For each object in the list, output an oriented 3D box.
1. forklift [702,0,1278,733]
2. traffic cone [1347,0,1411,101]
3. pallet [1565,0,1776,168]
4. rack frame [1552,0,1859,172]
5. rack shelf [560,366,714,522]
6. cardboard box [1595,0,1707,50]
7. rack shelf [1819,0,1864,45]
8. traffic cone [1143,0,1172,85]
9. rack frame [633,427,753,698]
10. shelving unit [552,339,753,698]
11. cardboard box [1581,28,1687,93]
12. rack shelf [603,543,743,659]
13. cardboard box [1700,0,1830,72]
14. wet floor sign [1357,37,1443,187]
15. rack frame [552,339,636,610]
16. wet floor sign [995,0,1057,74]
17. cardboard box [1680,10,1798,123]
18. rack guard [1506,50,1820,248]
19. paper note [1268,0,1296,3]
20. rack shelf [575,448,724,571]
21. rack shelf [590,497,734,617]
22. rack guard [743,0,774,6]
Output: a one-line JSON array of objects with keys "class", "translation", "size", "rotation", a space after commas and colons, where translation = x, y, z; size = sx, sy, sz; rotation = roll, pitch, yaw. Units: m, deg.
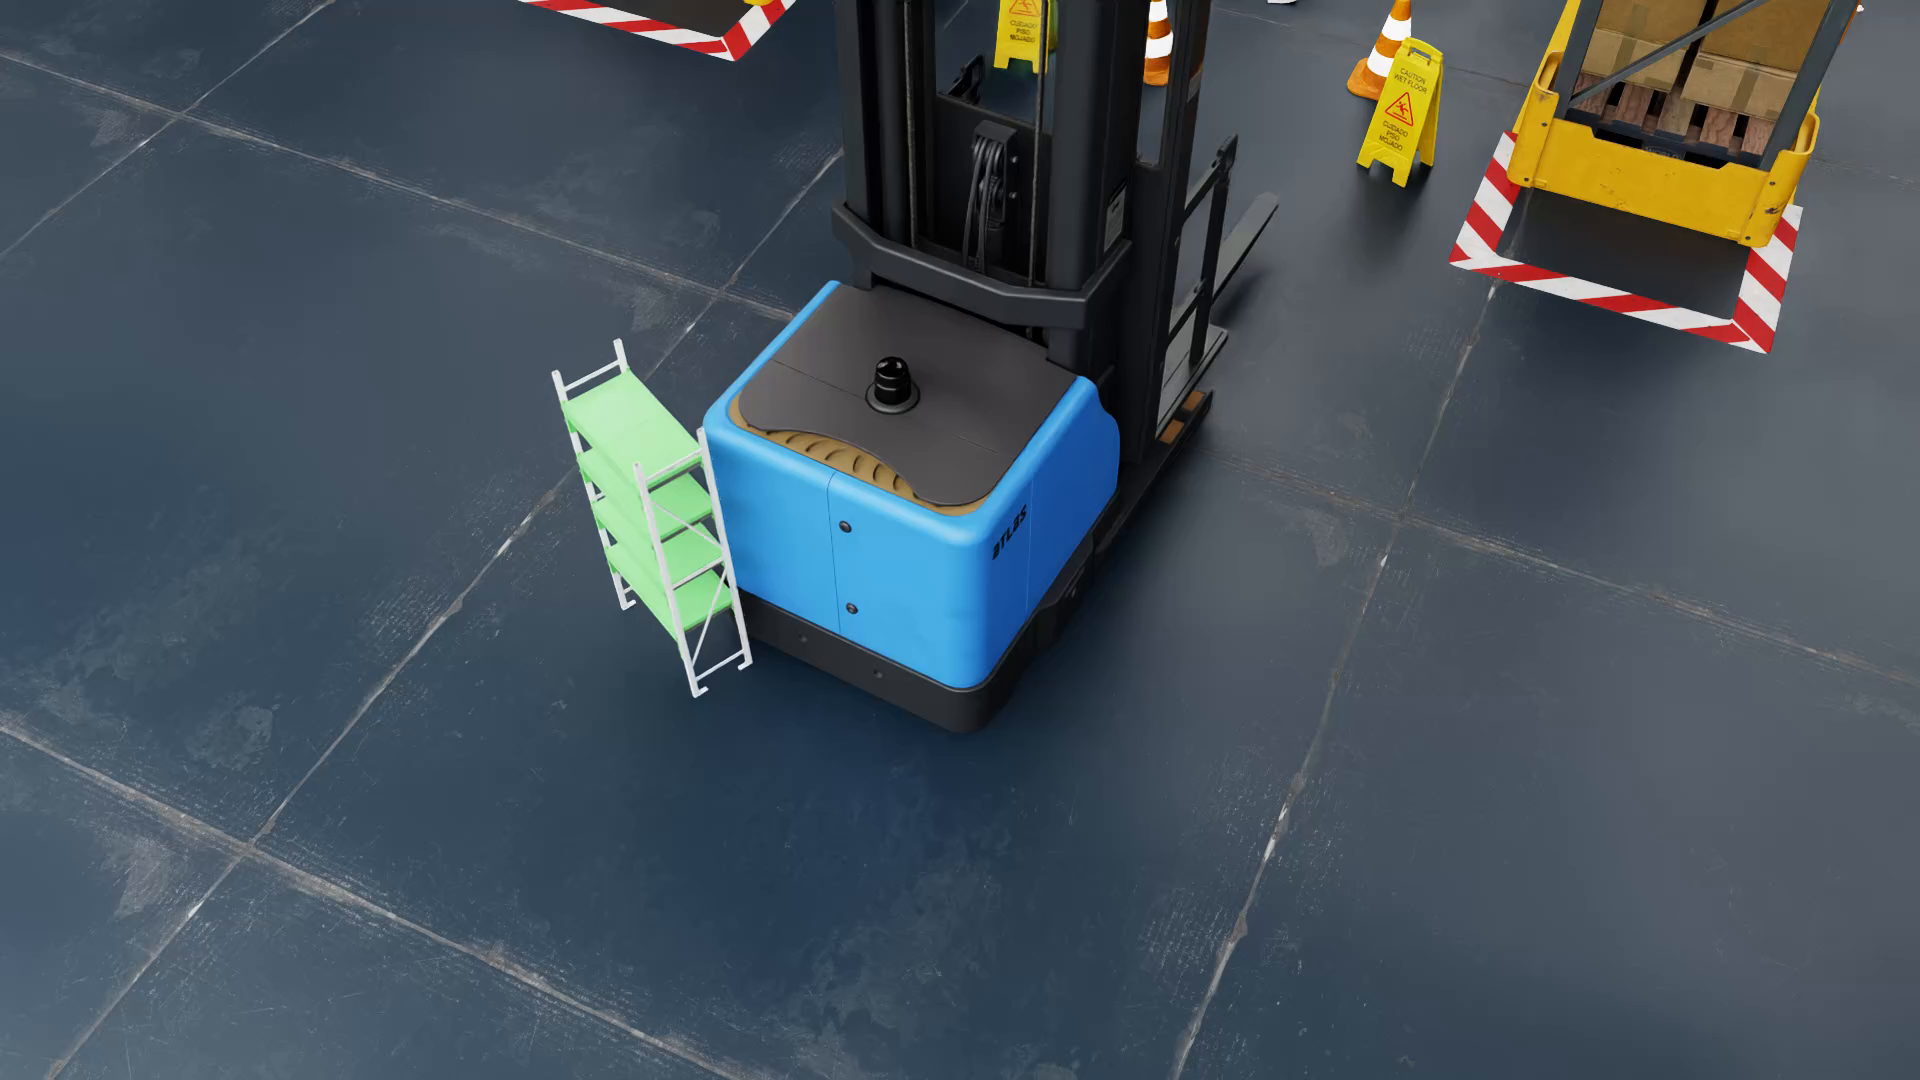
[{"class": "forklift", "translation": [0.344, -1.422, 5.535], "size": [1.130, 2.935, 3.031], "rotation": [23, 54, 19]}, {"class": "traffic cone", "translation": [2.089, -2.396, 7.985], "size": [0.336, 0.463, 0.334], "rotation": [20, 52, 16]}, {"class": "pallet", "translation": [3.483, -2.199, 7.983], "size": [1.003, 0.211, 1.213], "rotation": [20, 52, 16]}, {"class": "rack frame", "translation": [3.071, -2.502, 6.410], "size": [1.000, 3.000, 0.127], "rotation": [20, 52, 16]}, {"class": "rack shelf", "translation": [-1.003, -0.304, 5.170], "size": [0.258, 0.148, 0.480], "rotation": [-31, 56, -22]}, {"class": "cardboard box", "translation": [3.178, -2.627, 7.553], "size": [0.500, 0.500, 0.500], "rotation": [20, 53, 16]}, {"class": "rack shelf", "translation": [3.926, -3.647, 7.856], "size": [1.077, 0.370, 4.000], "rotation": [20, 52, 16]}, {"class": "traffic cone", "translation": [0.940, -2.523, 8.093], "size": [0.336, 0.463, 0.334], "rotation": [20, 52, 16]}, {"class": "rack frame", "translation": [-0.845, 0.107, 5.366], "size": [0.240, 1.200, 0.015], "rotation": [-31, 56, -22]}, {"class": "shelving unit", "translation": [-0.994, -0.040, 5.491], "size": [0.258, 1.200, 0.503], "rotation": [-31, 56, -22]}, {"class": "cardboard box", "translation": [3.184, -2.408, 7.859], "size": [0.500, 0.250, 0.500], "rotation": [20, 52, 16]}, {"class": "rack shelf", "translation": [-0.987, 0.153, 5.726], "size": [0.258, 0.148, 0.480], "rotation": [-31, 56, -22]}, {"class": "cardboard box", "translation": [3.676, -2.473, 7.422], "size": [0.500, 0.500, 0.500], "rotation": [18, 52, 15]}, {"class": "wet floor sign", "translation": [2.023, -1.957, 7.491], "size": [0.232, 0.644, 0.267], "rotation": [-37, 59, -27]}, {"class": "rack frame", "translation": [-1.143, -0.187, 5.617], "size": [0.240, 1.200, 0.015], "rotation": [-31, 56, -22]}, {"class": "wet floor sign", "translation": [0.331, -2.616, 8.053], "size": [0.267, 0.644, 0.232], "rotation": [12, 51, 10]}, {"class": "cardboard box", "translation": [3.666, -2.213, 7.693], "size": [0.500, 0.250, 0.500], "rotation": [19, 52, 16]}, {"class": "rack guard", "translation": [3.104, -1.745, 7.406], "size": [1.175, 0.500, 0.348], "rotation": [20, 52, 16]}, {"class": "paper note", "translation": [1.675, -2.839, 8.646], "size": [0.148, 0.019, 0.142], "rotation": [4, 50, 3]}, {"class": "rack shelf", "translation": [-0.998, -0.152, 5.355], "size": [0.258, 0.148, 0.480], "rotation": [-31, 56, -22]}, {"class": "rack shelf", "translation": [-0.993, 0.000, 5.541], "size": [0.258, 0.148, 0.480], "rotation": [-31, 56, -22]}, {"class": "rack guard", "translation": [-1.458, -3.217, 8.659], "size": [1.175, 0.500, 0.348], "rotation": [20, 52, 16]}]
